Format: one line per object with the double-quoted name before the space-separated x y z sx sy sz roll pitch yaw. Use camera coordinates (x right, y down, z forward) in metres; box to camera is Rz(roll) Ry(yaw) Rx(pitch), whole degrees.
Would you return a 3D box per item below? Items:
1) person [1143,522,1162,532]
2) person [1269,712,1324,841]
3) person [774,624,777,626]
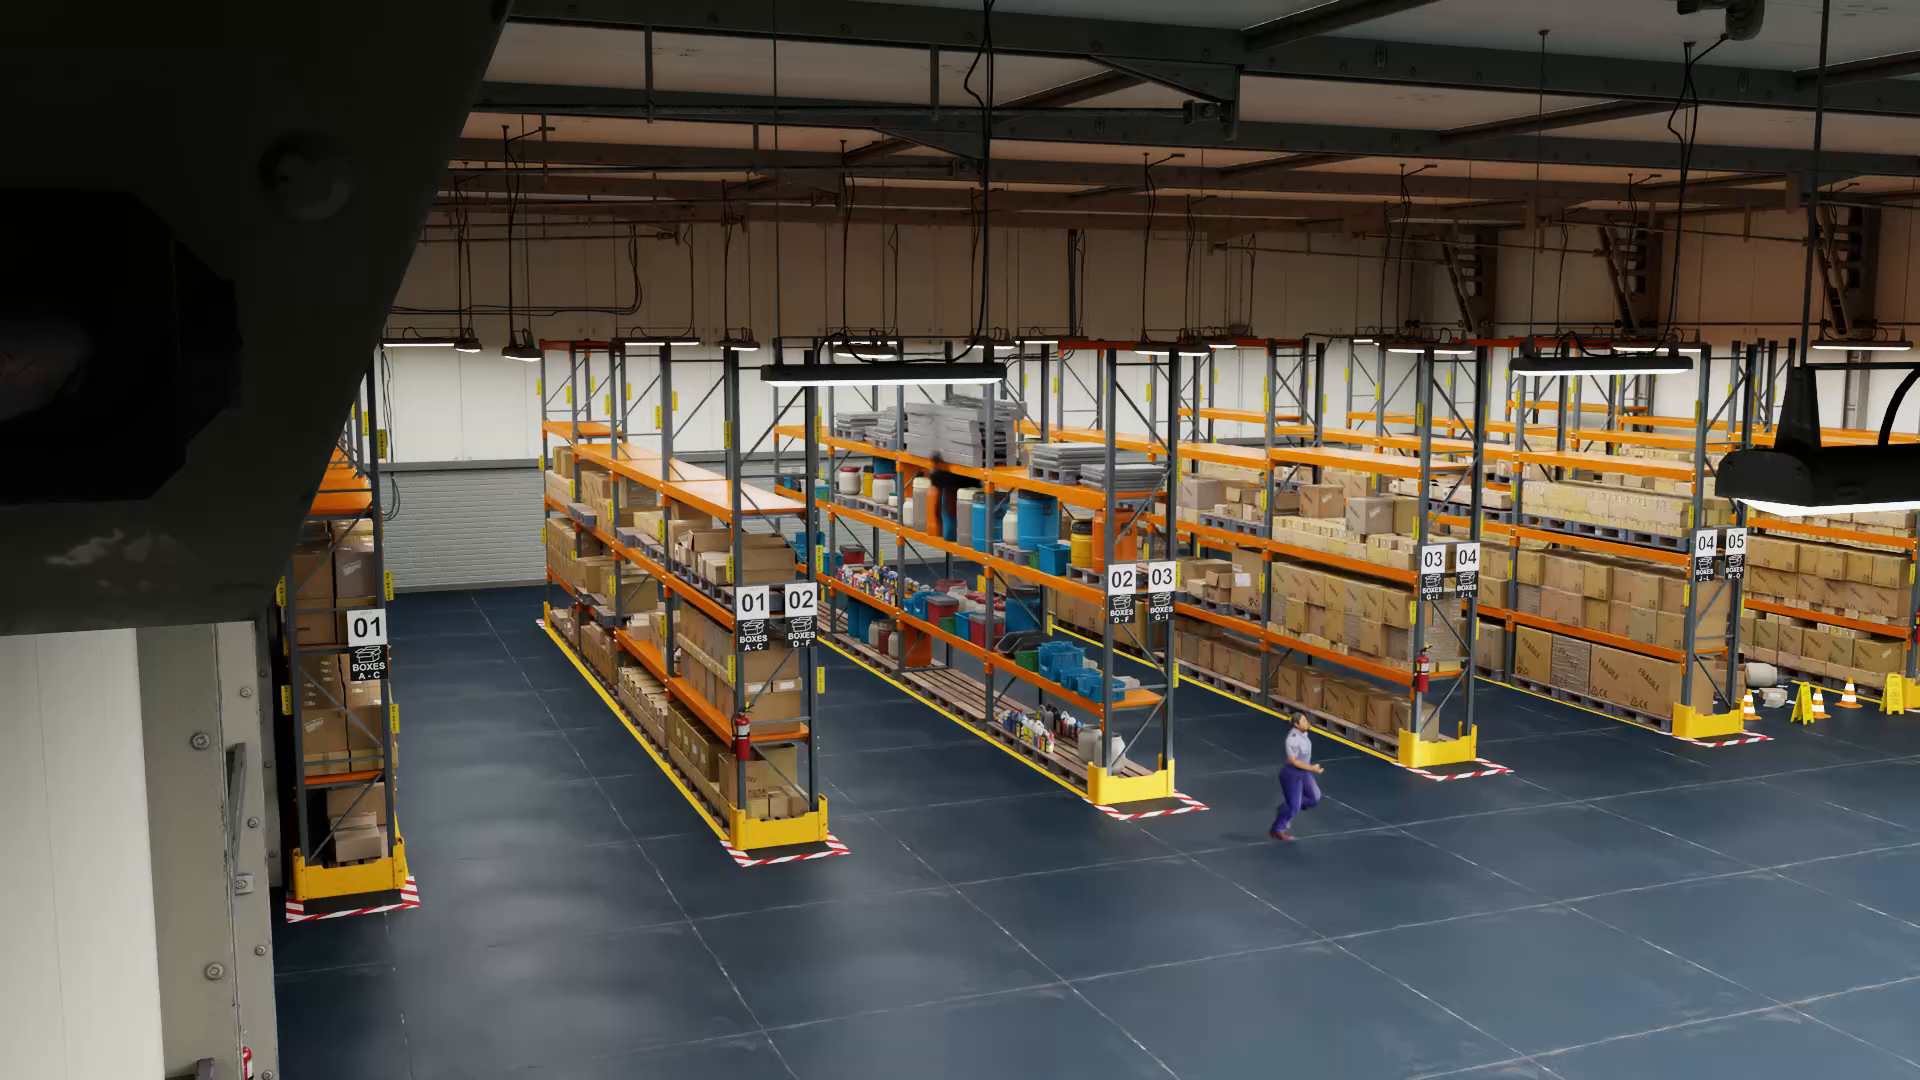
"person" 4.815 0.103 41.793 0.563 1.627 0.617 5 9 35
"person" 4.166 2.900 20.447 0.648 1.597 0.629 4 8 27
"person" -3.438 1.332 29.869 0.660 1.806 0.958 -4 8 -28
